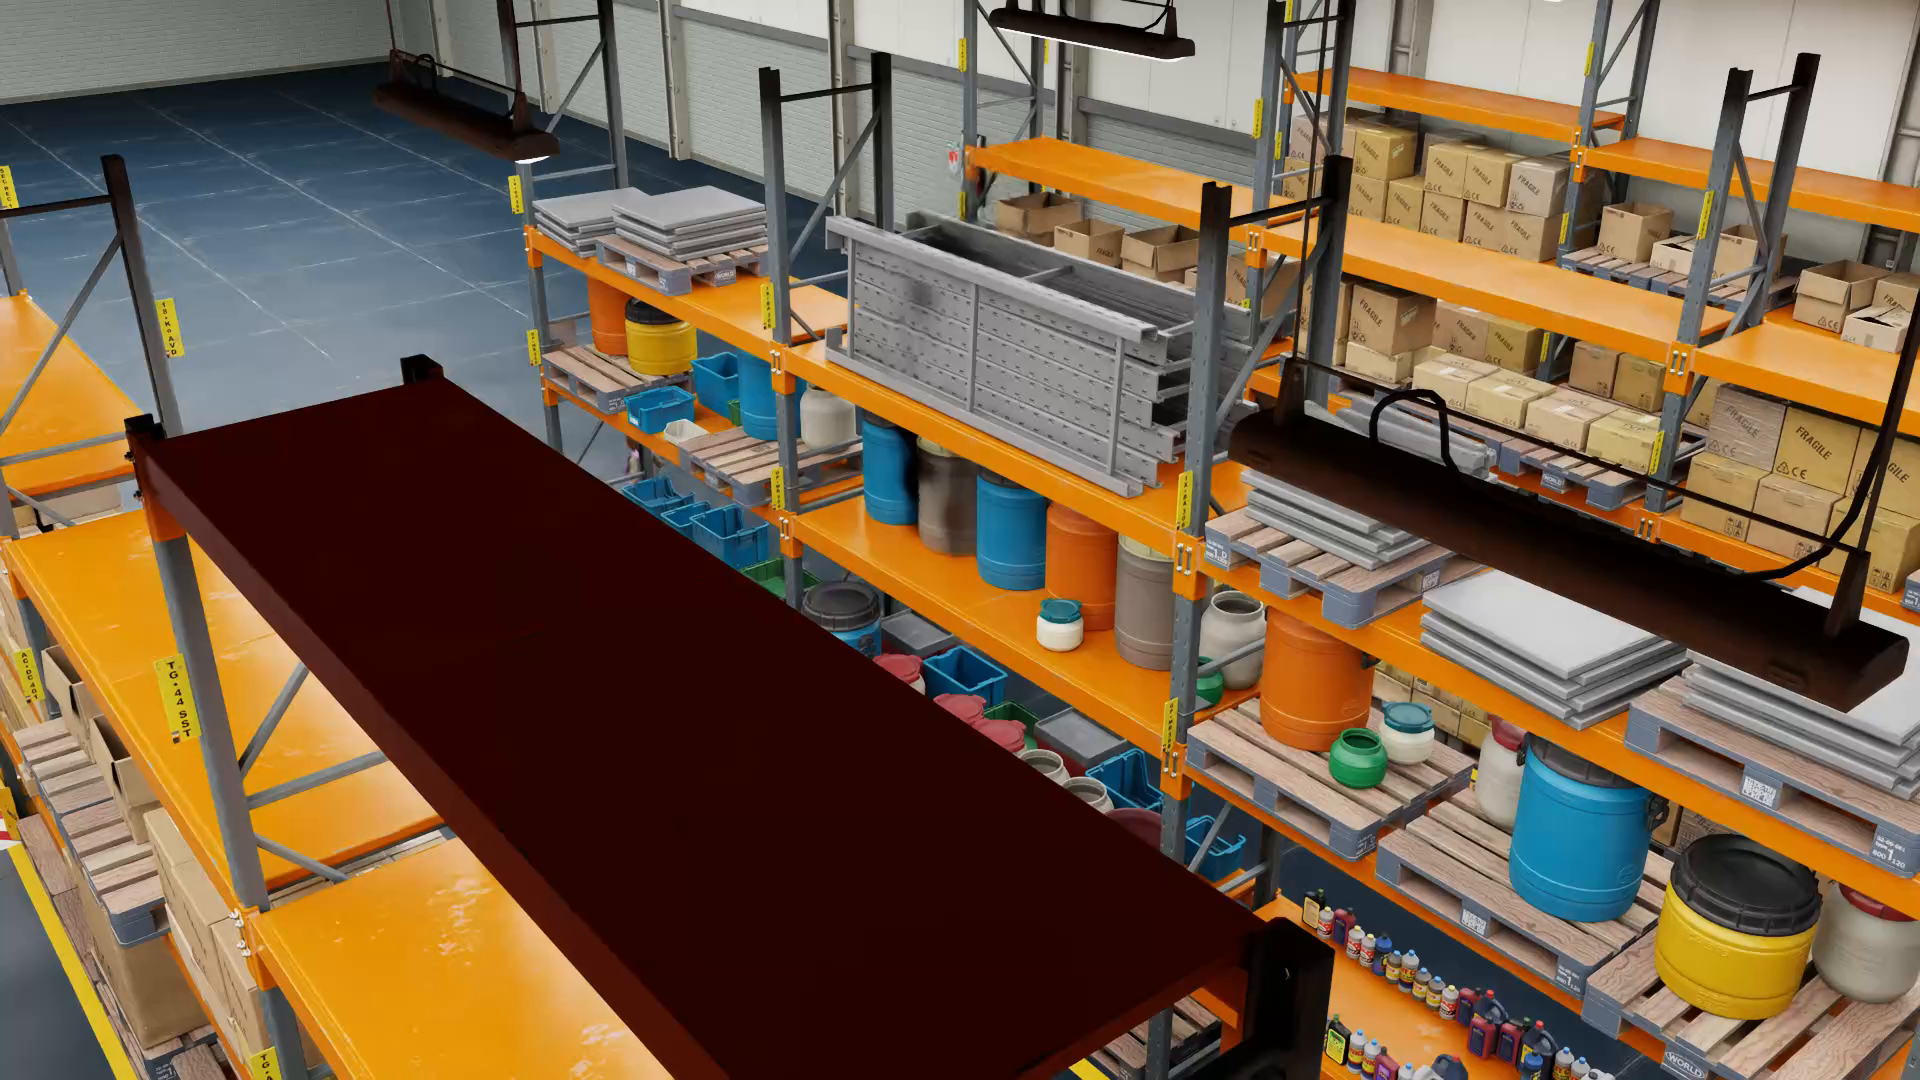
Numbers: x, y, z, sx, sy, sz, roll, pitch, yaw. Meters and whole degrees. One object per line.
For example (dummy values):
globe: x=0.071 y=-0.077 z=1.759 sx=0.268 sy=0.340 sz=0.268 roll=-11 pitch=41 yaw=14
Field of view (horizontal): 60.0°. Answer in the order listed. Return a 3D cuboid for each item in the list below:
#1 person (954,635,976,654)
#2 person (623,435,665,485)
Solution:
person: x=-0.212 y=0.522 z=15.272 sx=0.677 sy=1.694 sz=0.875 roll=-20 pitch=33 yaw=-36
person: x=-3.326 y=-0.400 z=17.443 sx=0.493 sy=1.476 sz=0.570 roll=10 pitch=27 yaw=19
